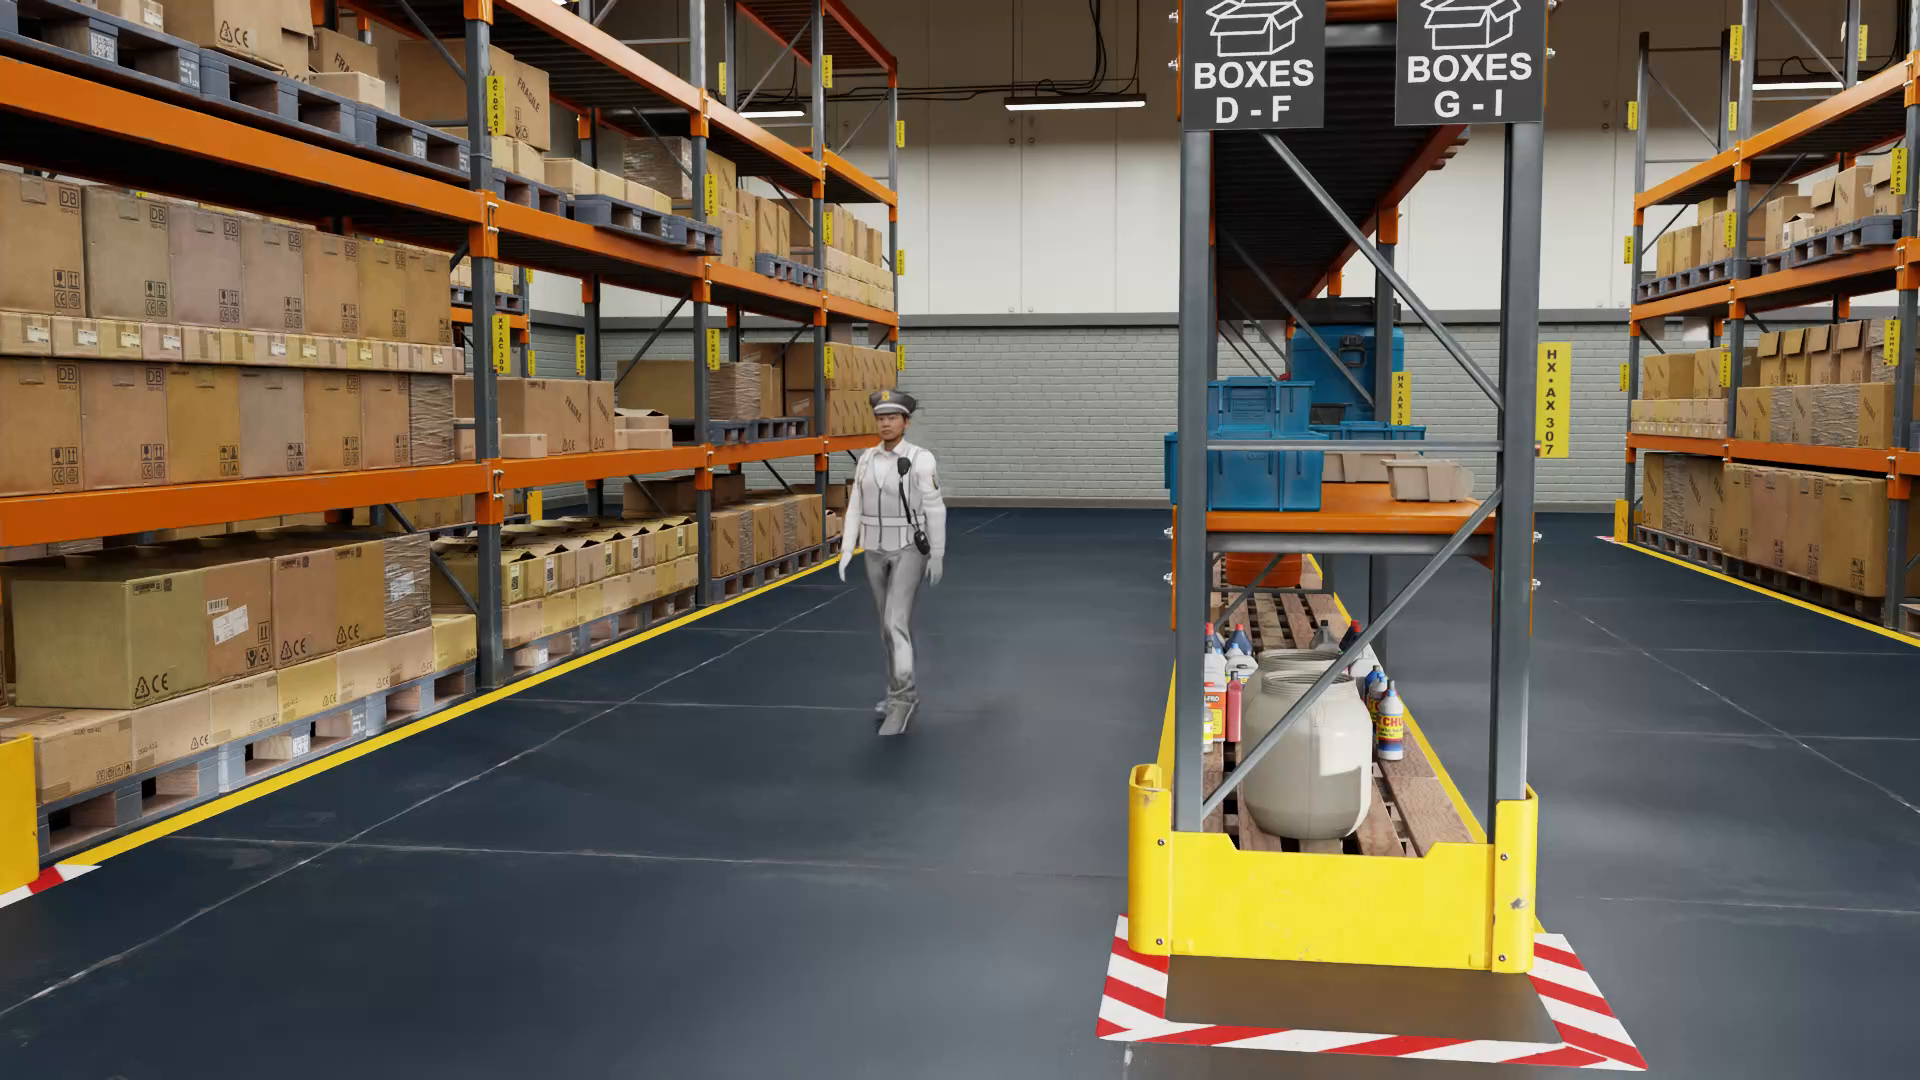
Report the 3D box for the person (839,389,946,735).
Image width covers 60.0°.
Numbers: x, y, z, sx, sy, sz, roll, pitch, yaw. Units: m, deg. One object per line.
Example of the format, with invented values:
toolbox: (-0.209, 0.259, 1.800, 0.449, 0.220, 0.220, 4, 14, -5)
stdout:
person: (-0.341, 0.112, 8.461, 0.489, 1.755, 0.566, 3, 5, 31)
